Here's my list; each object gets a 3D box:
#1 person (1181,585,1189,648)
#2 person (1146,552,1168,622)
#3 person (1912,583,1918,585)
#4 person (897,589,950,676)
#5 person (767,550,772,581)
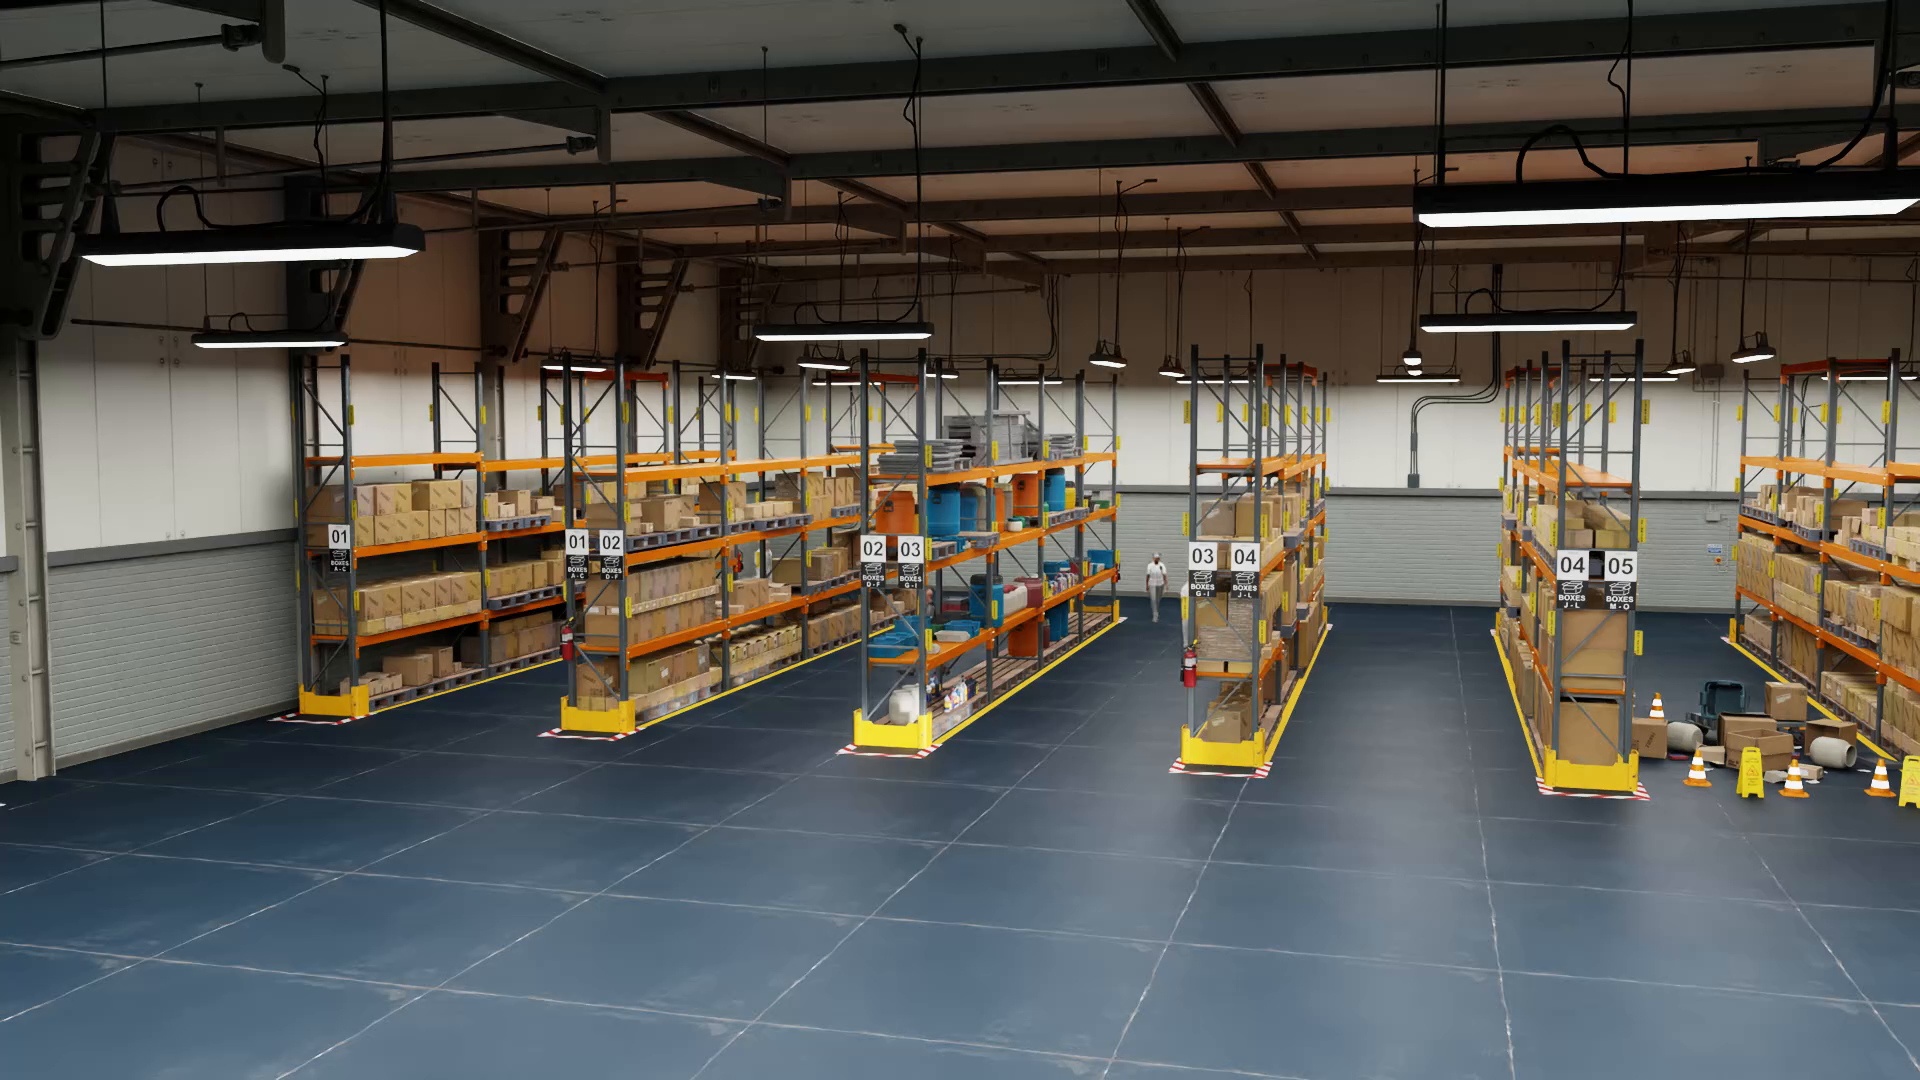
[{"bbox_3d":[4.940,1.618,35.483,0.452,1.331,0.856,1,4,12],"label":"person"},{"bbox_3d":[4.825,1.117,40.630,0.469,1.652,0.966,-1,4,-9],"label":"person"},{"bbox_3d":[19.101,1.668,33.353,0.496,1.670,0.465,-2,5,-21],"label":"person"},{"bbox_3d":[-0.660,1.671,30.190,0.947,1.590,0.557,0,4,3],"label":"person"},{"bbox_3d":[-5.327,0.953,44.094,0.822,1.484,0.629,2,5,21],"label":"person"}]
